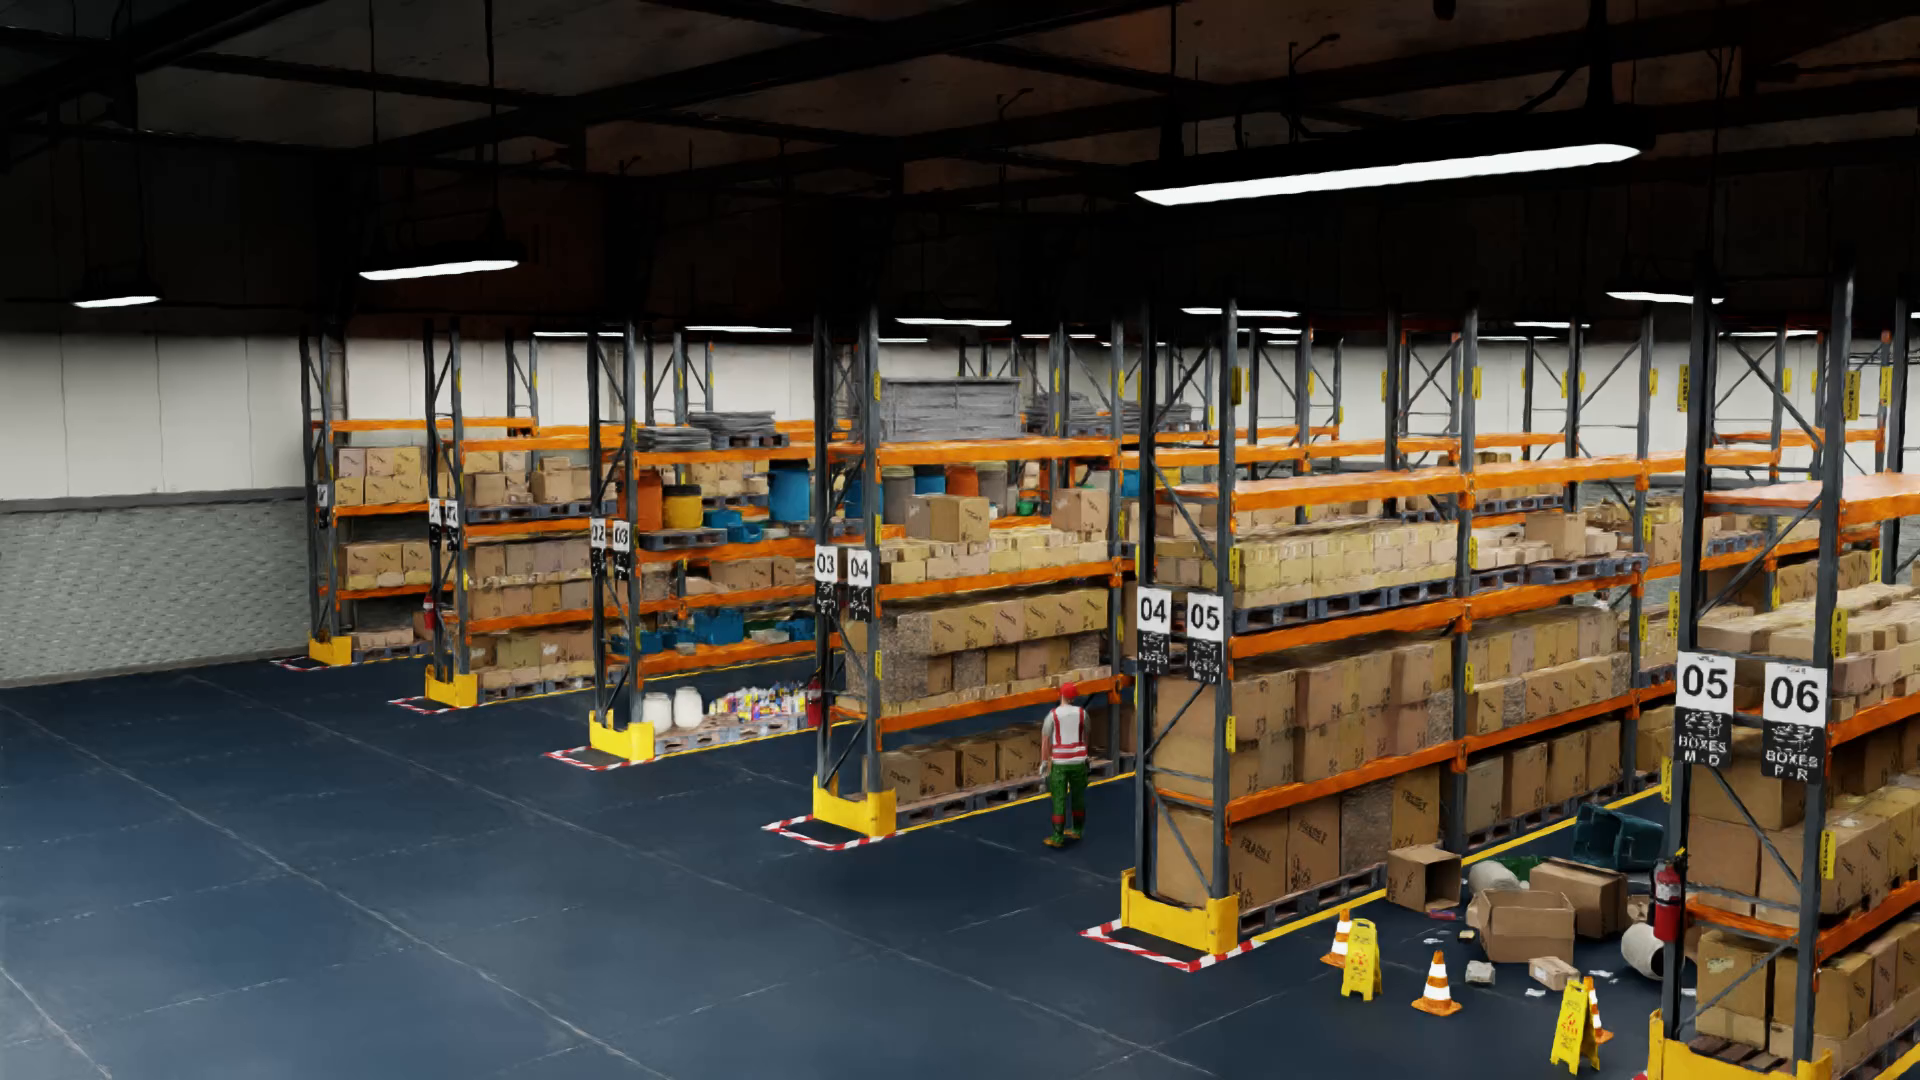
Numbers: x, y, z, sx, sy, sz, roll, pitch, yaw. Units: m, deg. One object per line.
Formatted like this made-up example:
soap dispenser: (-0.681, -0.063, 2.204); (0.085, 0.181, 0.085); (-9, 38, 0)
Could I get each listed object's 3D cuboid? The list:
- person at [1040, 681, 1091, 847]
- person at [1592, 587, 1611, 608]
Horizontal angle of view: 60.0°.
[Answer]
person: (1.144, 2.424, 18.212); (0.608, 1.787, 0.490); (-1, 6, -14)
person: (10.534, 1.569, 27.342); (0.478, 1.667, 0.641); (5, 8, 40)
